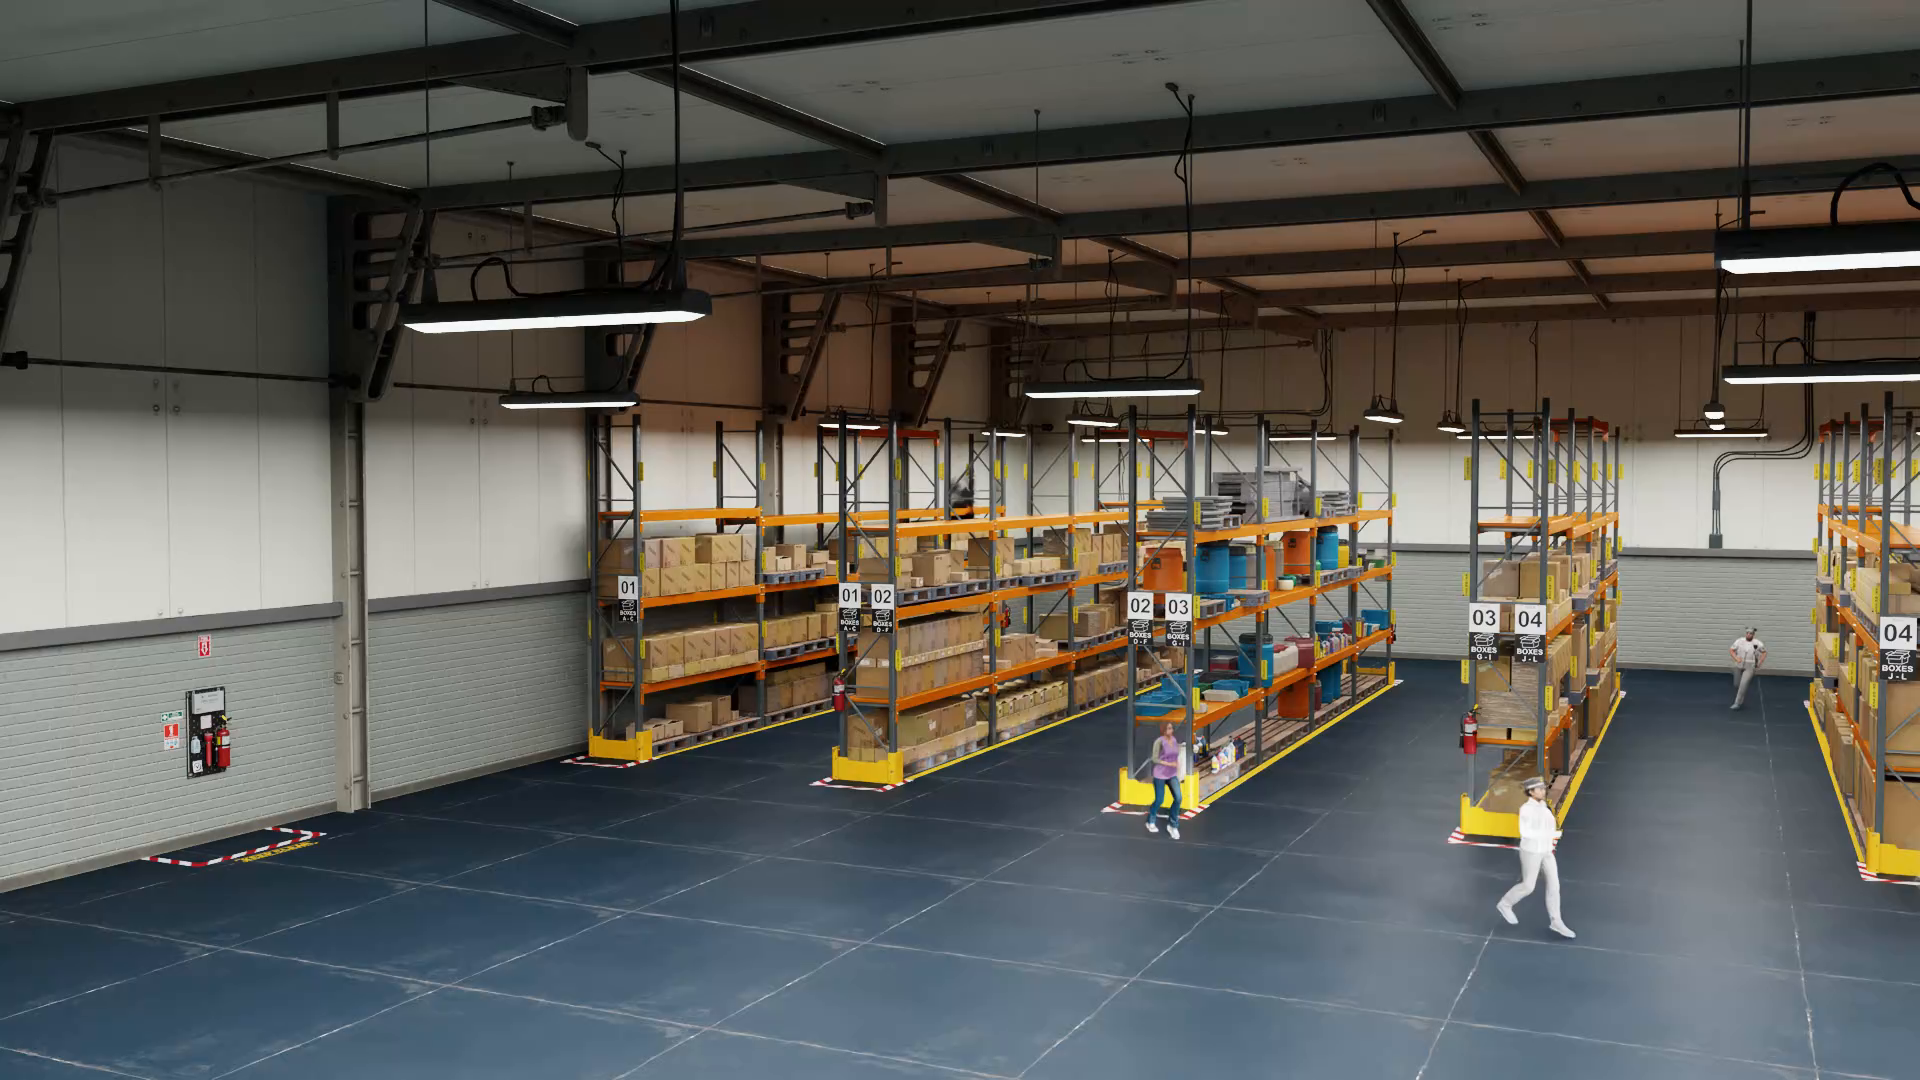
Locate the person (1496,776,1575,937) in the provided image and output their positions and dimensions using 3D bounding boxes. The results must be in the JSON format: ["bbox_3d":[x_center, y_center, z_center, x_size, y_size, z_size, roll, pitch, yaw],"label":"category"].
[{"bbox_3d":[6.240,3.381,17.990,0.616,1.689,0.878,-2,3,-39],"label":"person"}]

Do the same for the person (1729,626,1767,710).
[{"bbox_3d":[16.672,2.689,35.212,0.699,1.759,0.868,2,3,38],"label":"person"}]

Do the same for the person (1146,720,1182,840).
[{"bbox_3d":[2.818,3.285,22.736,0.550,1.641,0.707,-1,3,-32],"label":"person"}]
